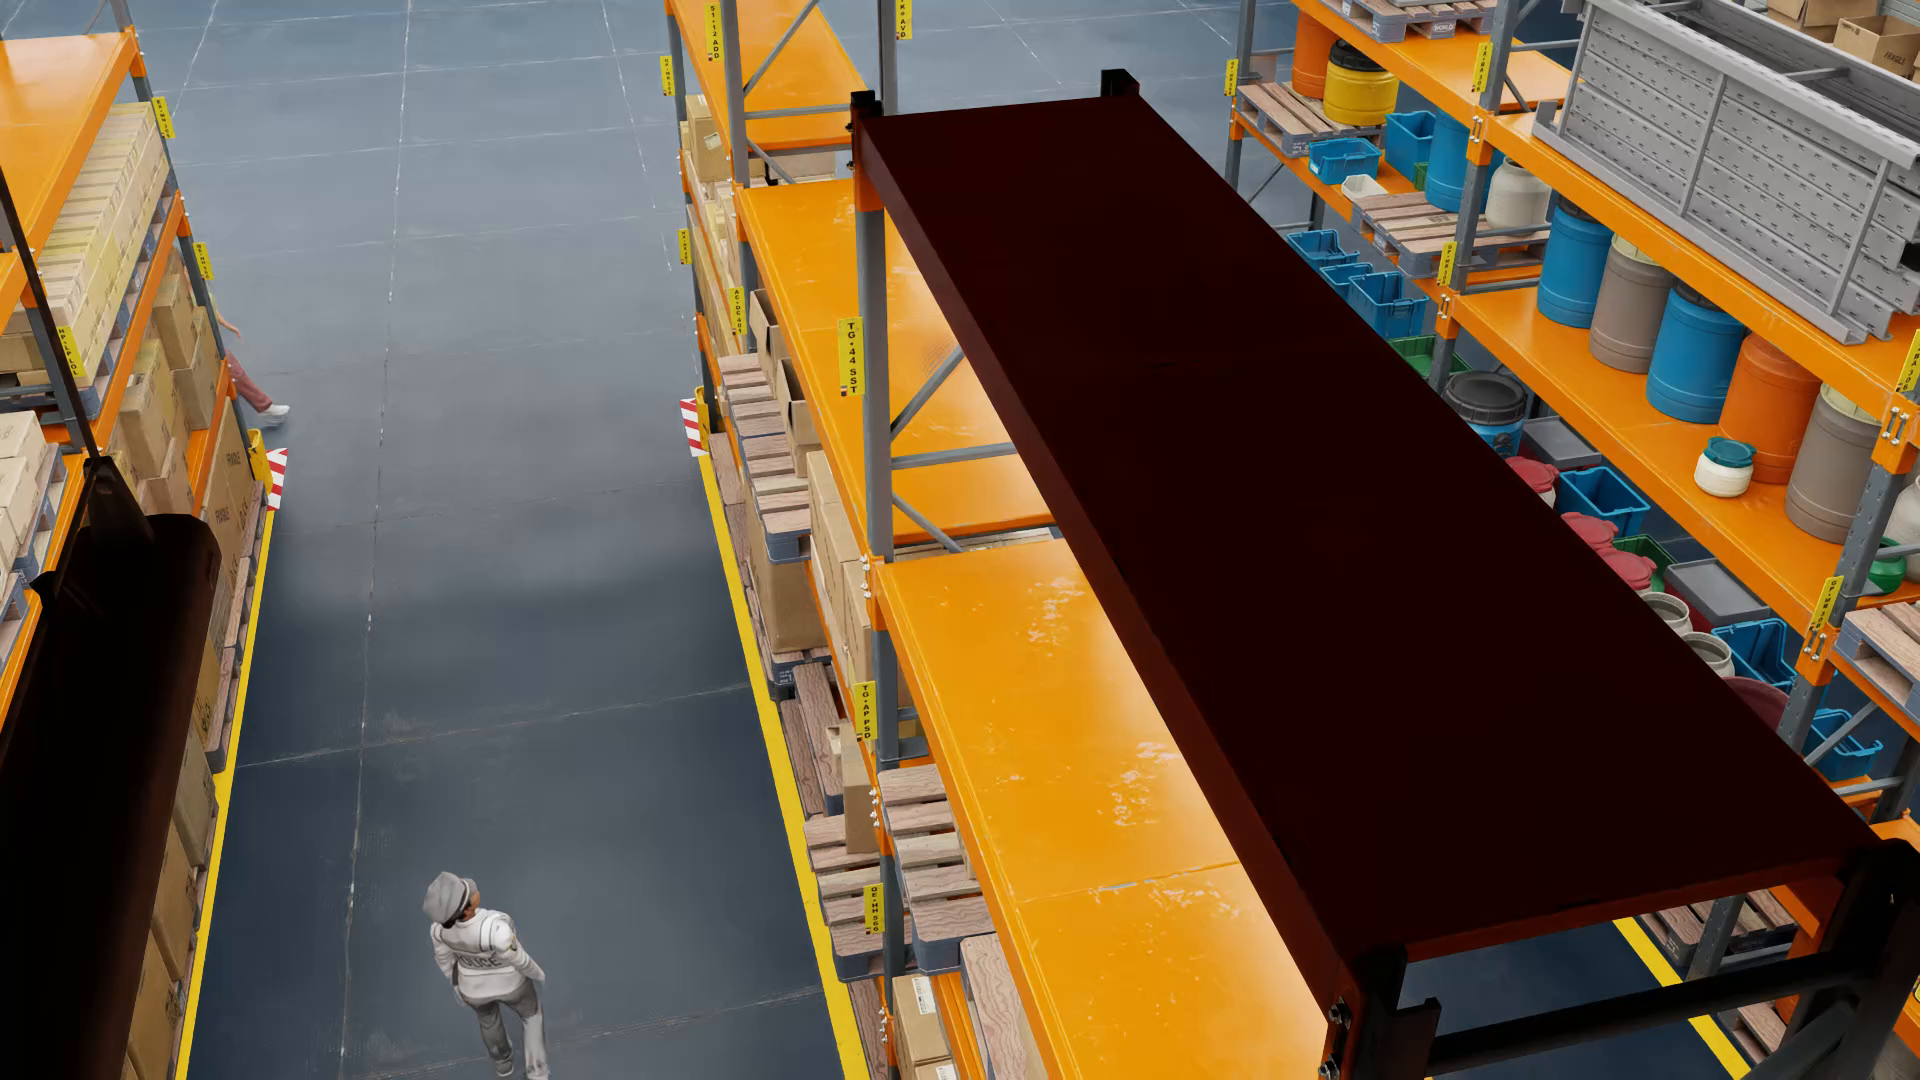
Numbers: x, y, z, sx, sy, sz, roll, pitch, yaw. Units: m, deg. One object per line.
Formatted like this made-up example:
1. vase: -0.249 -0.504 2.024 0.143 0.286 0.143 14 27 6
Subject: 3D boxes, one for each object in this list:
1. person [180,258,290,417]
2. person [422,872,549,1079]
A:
1. person: -6.872 -1.859 15.327 0.967 1.621 0.454 -13 37 -19
2. person: -2.463 2.358 8.780 0.527 1.653 0.707 -10 36 -14
